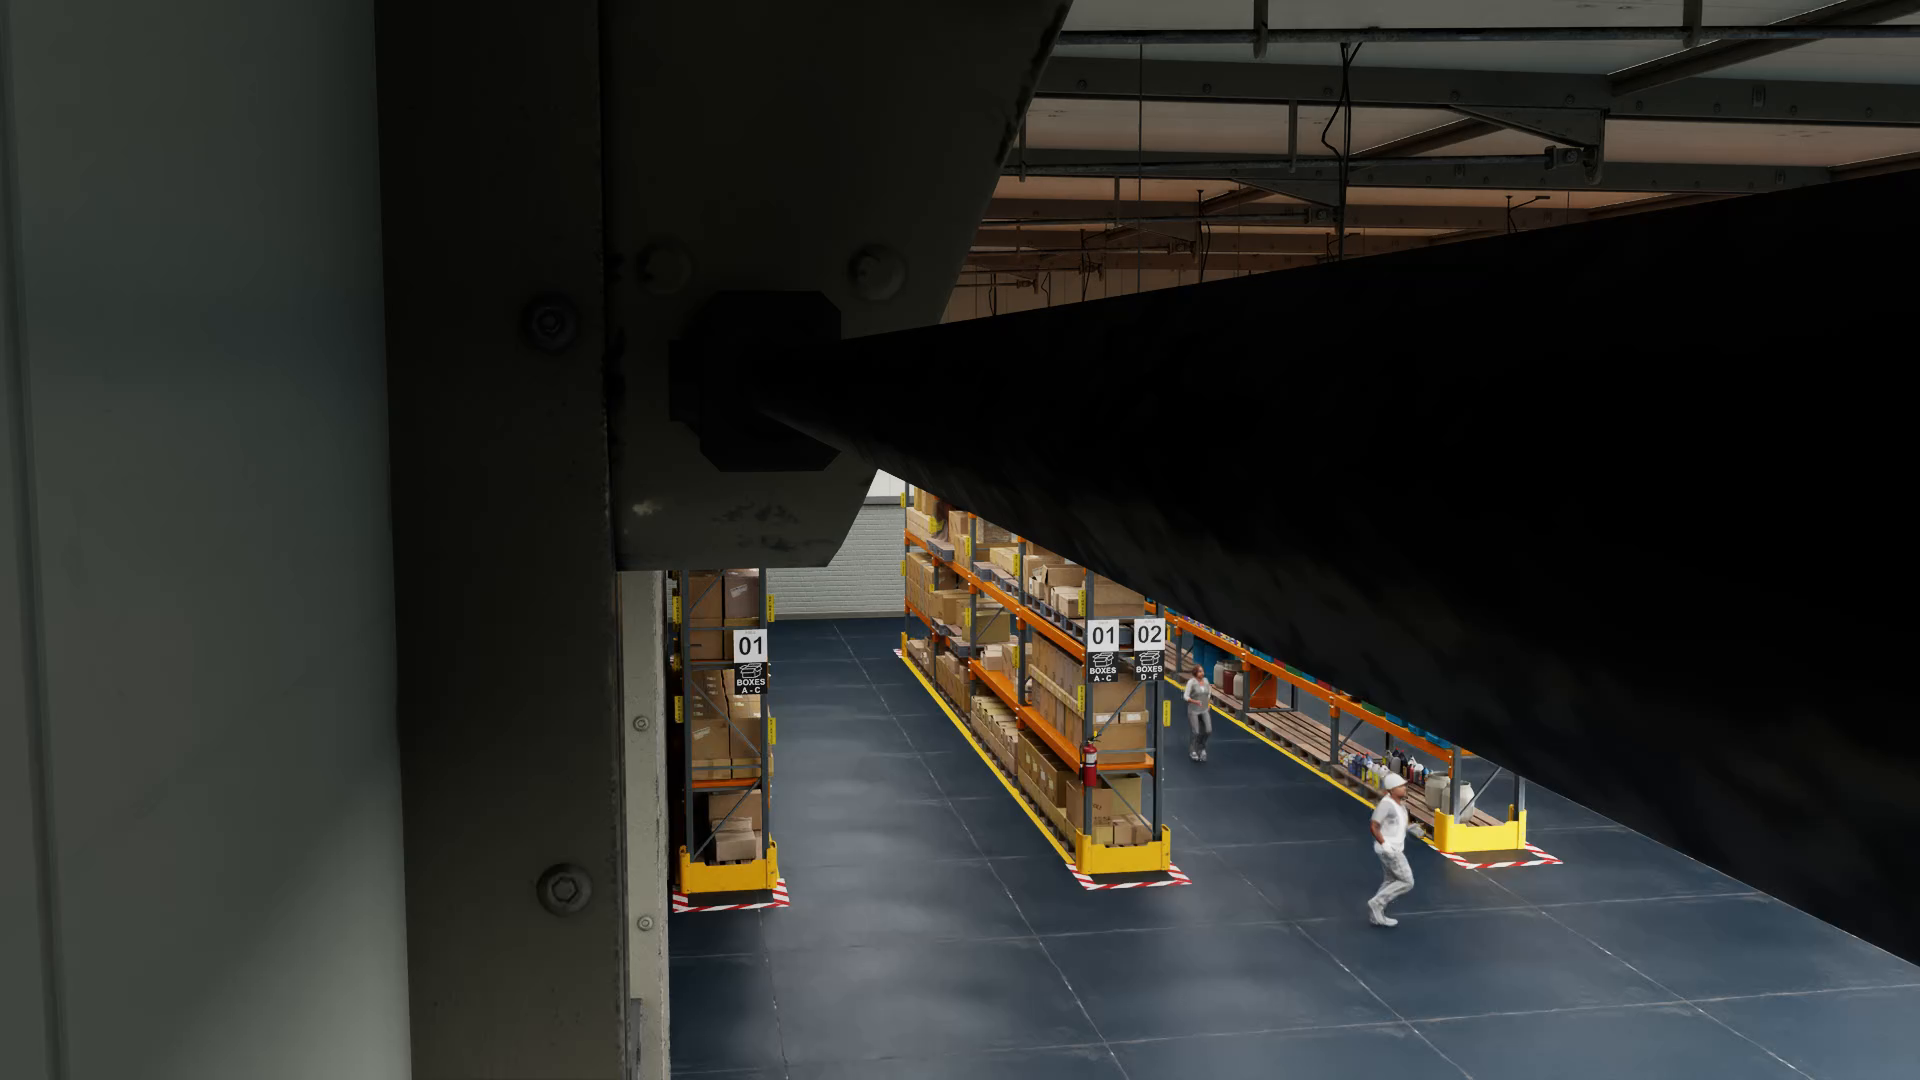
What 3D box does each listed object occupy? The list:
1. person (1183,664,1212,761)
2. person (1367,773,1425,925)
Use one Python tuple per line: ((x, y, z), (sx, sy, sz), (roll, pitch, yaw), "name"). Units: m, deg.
((3.833, 2.782, 26.687), (0.532, 1.563, 0.627), (-2, 6, -15), "person")
((4.947, 3.506, 18.846), (0.597, 1.744, 0.662), (2, 6, 17), "person")
